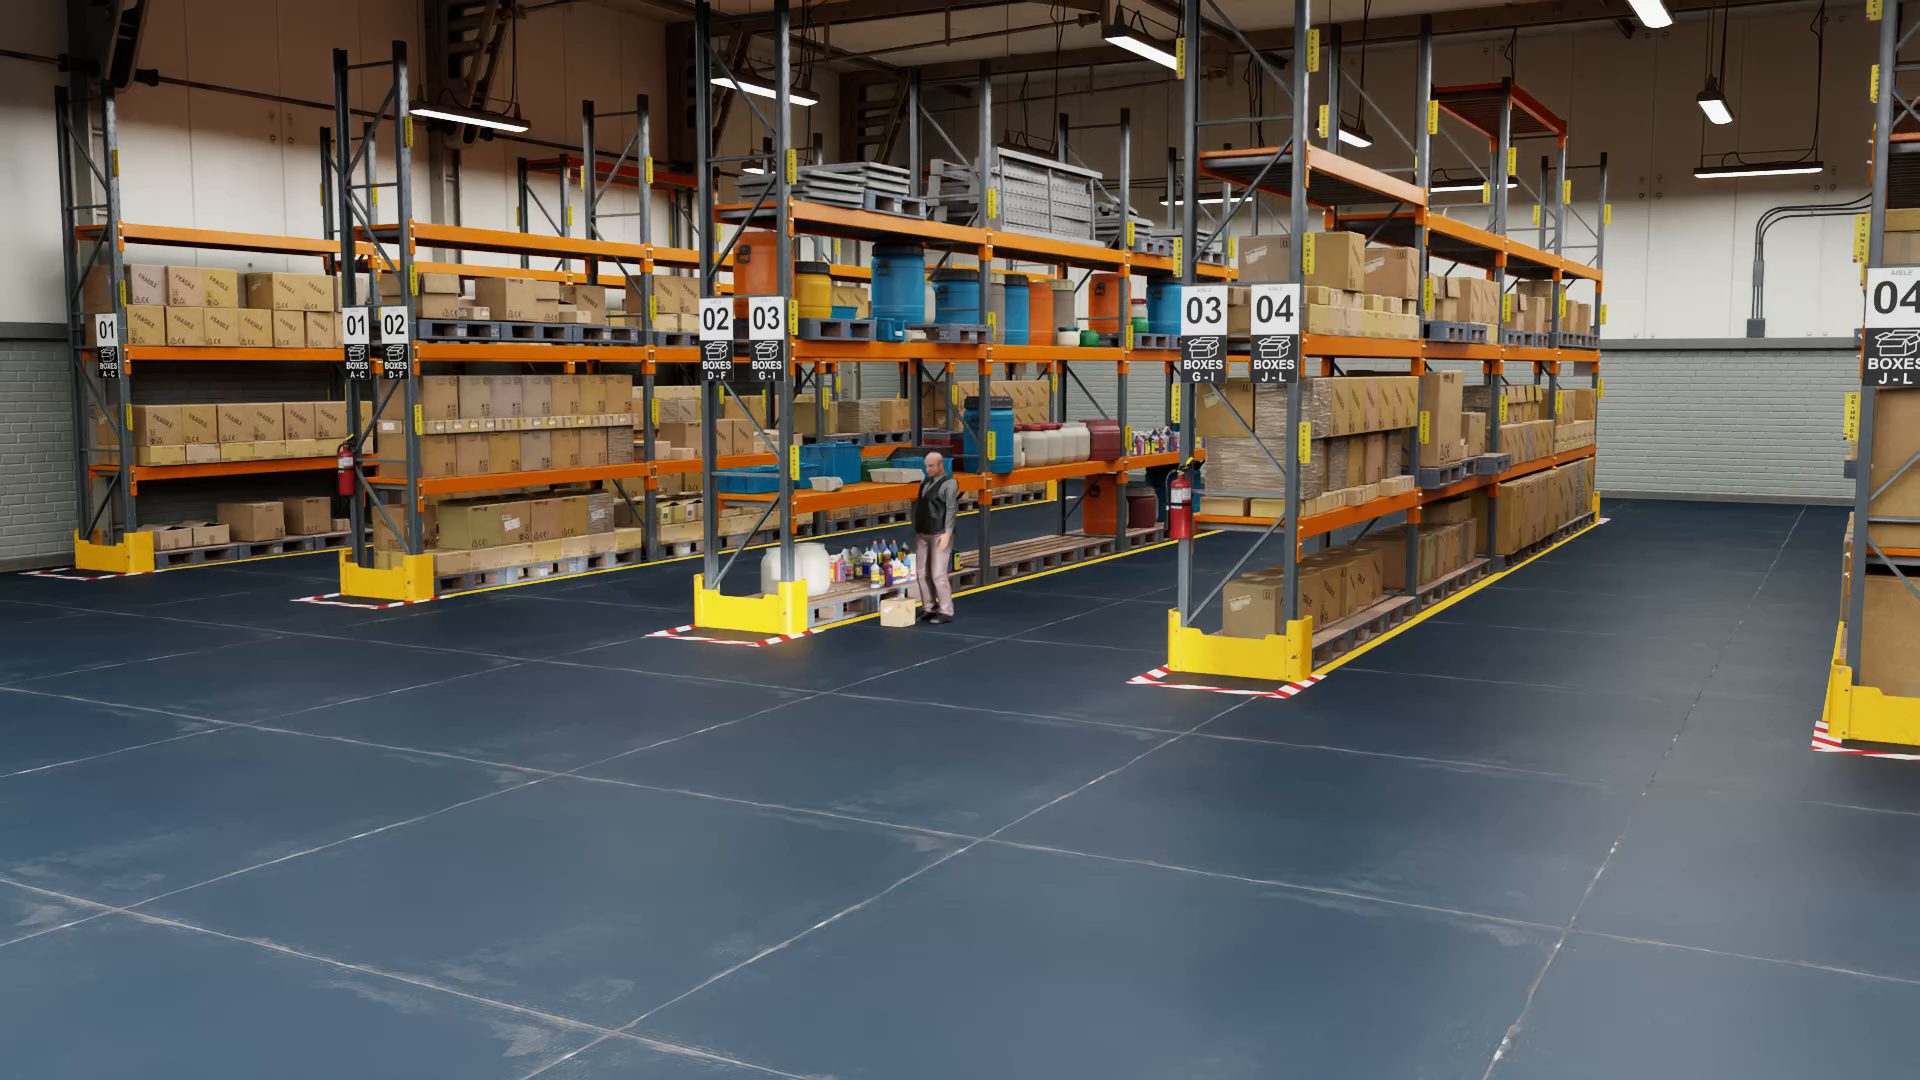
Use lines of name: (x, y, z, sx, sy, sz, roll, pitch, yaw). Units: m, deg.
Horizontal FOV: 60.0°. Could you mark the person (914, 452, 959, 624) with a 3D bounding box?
person: (-0.240, -0.028, 16.618, 0.359, 1.714, 0.537, -5, 8, -41)
